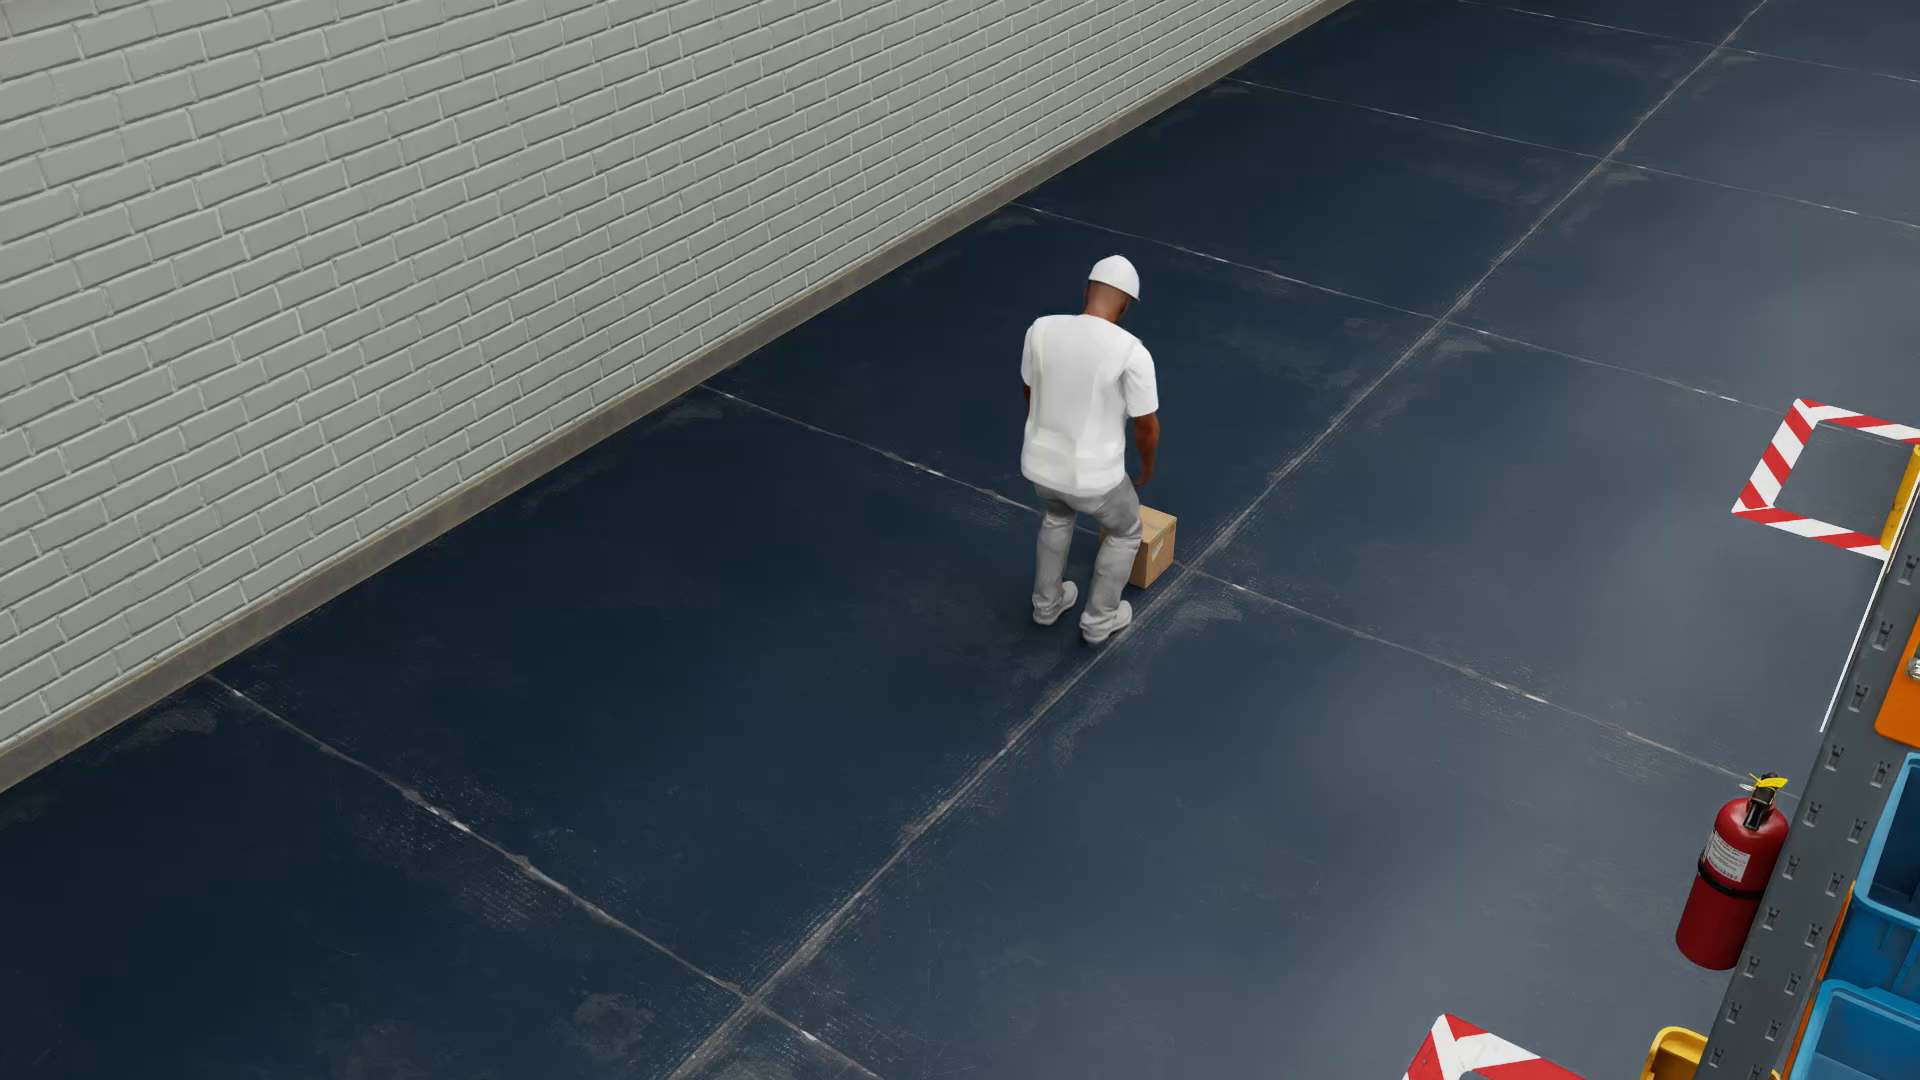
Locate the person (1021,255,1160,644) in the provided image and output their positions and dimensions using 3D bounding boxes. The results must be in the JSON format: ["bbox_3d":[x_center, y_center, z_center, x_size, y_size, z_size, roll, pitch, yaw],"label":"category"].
[{"bbox_3d":[0.504,-0.351,6.773,0.616,1.614,0.599,22,40,29],"label":"person"}]
